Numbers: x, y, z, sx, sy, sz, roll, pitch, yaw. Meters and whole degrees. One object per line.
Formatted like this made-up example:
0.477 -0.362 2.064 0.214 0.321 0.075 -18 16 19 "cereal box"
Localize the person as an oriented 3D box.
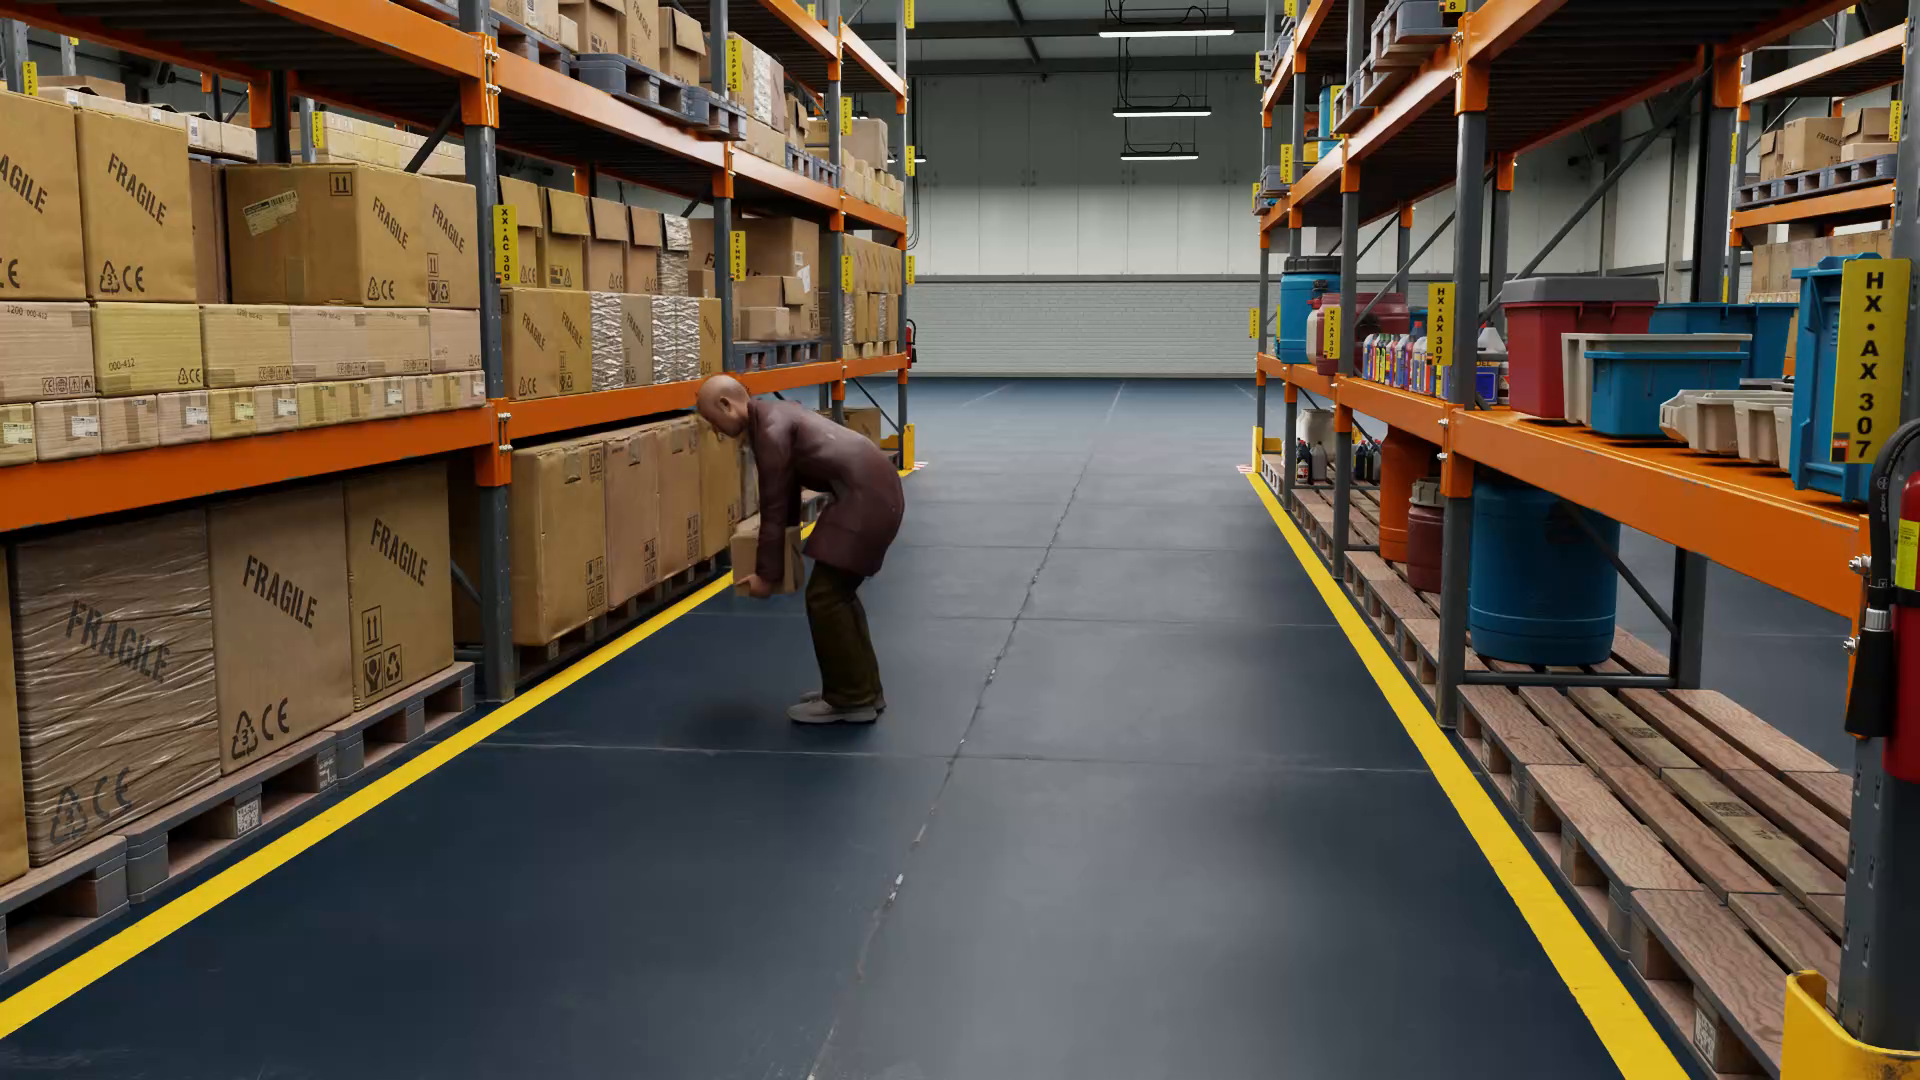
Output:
-0.659 0.032 6.944 0.859 1.435 0.541 1 7 5 "person"
